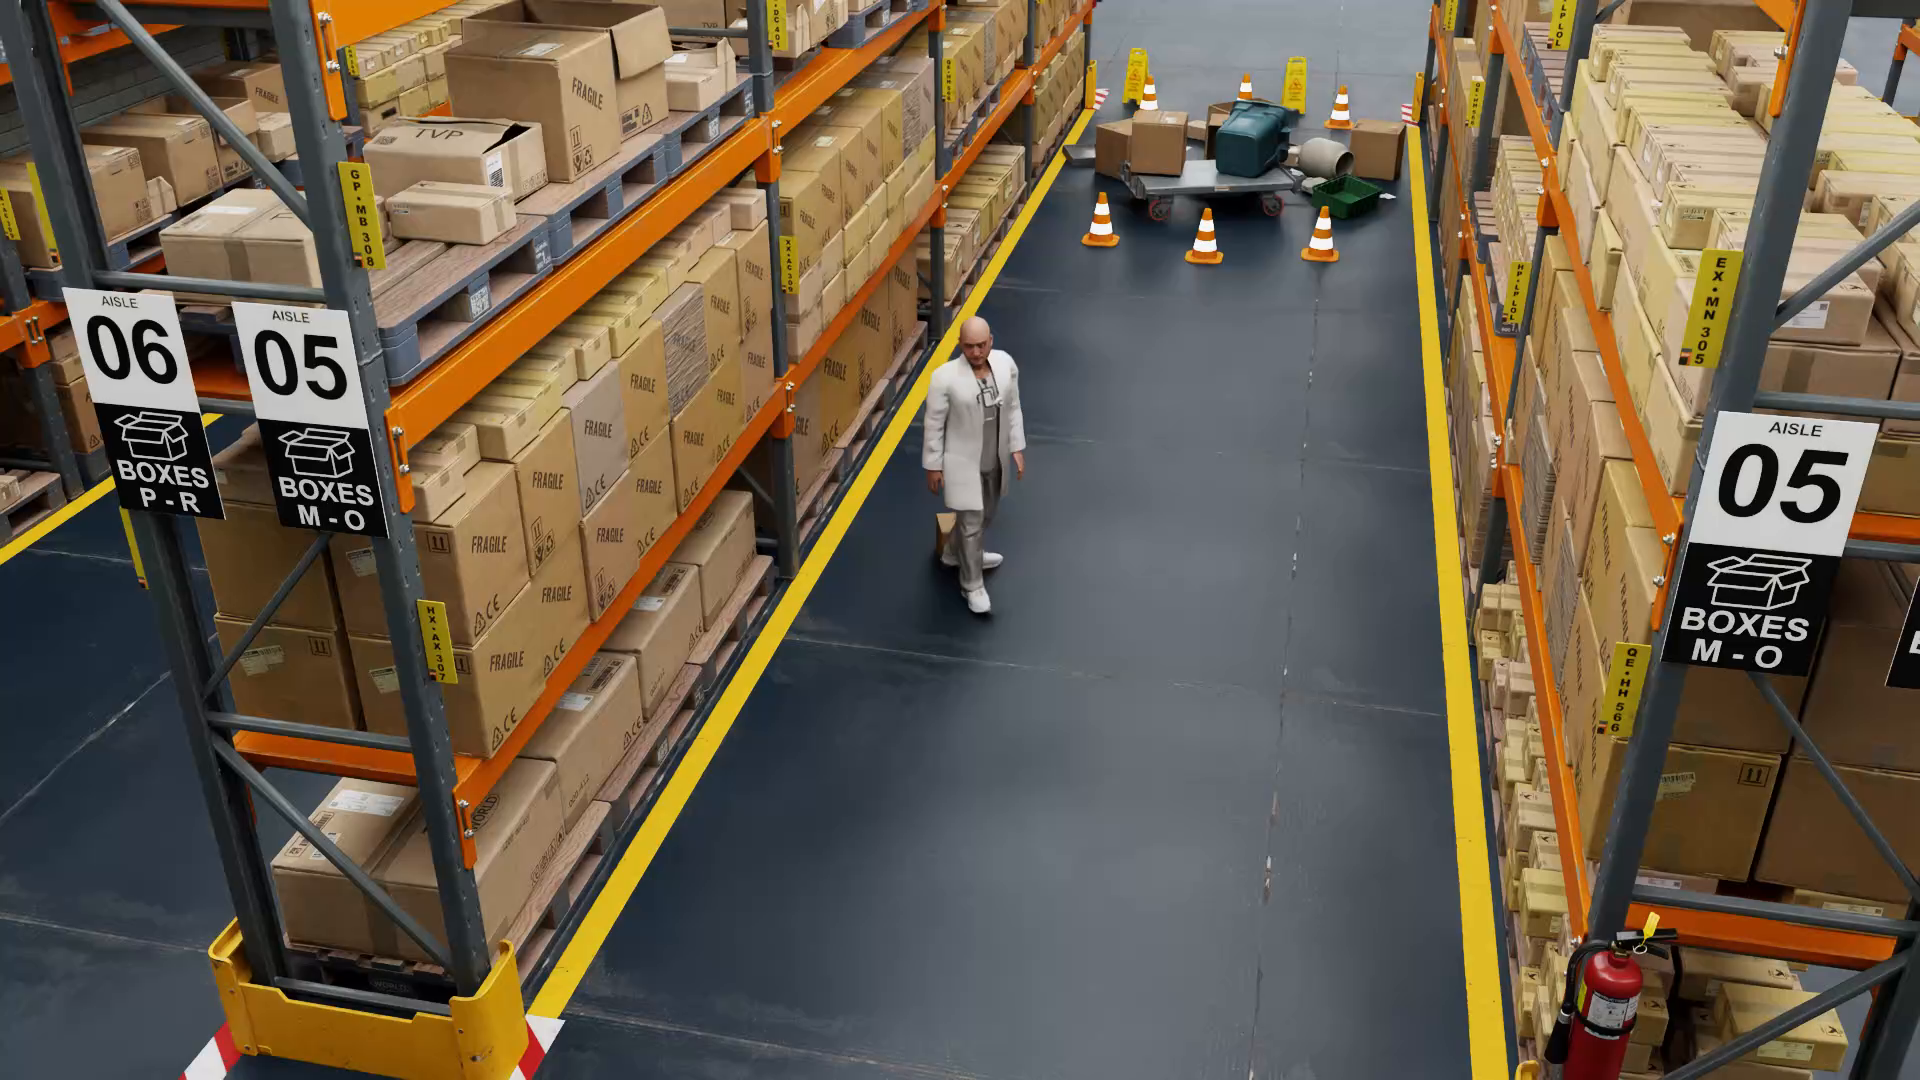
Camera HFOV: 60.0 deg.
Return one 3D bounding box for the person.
[{"bbox_3d":[0.062,-0.479,9.523,0.616,1.769,0.665,-17,33,-29],"label":"person"}]
